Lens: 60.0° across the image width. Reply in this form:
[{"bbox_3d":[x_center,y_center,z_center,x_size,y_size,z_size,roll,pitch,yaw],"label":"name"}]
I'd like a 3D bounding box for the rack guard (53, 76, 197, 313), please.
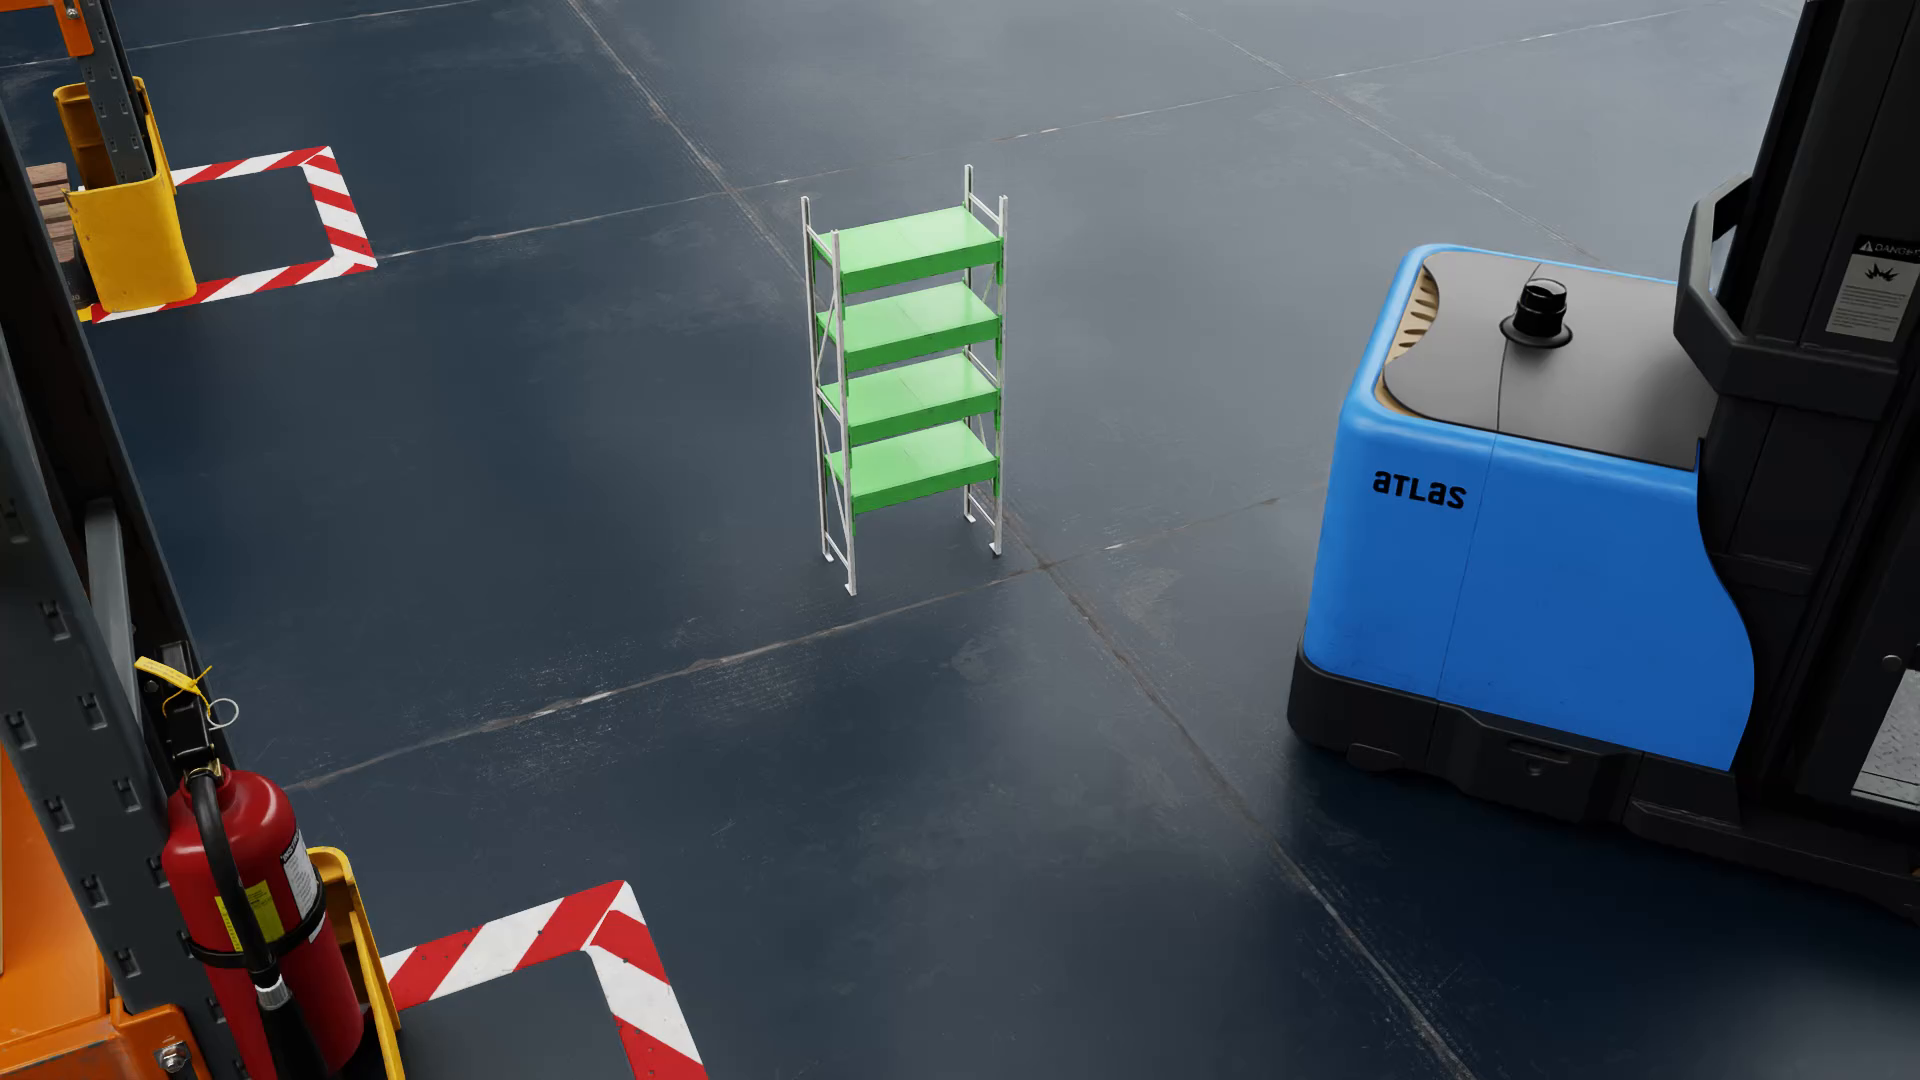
[{"bbox_3d":[-3.397,-1.424,6.750,0.348,0.500,1.175,-16,39,-20],"label":"rack guard"}]

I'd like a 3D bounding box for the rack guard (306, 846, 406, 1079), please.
[{"bbox_3d":[-1.225,1.198,3.216,0.348,0.500,1.175,-16,39,-20],"label":"rack guard"}]

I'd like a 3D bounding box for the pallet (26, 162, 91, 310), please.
[{"bbox_3d":[-4.134,-1.105,6.563,1.213,0.211,1.003,-16,39,-20],"label":"pallet"}]

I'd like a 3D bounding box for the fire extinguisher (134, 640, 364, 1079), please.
[{"bbox_3d":[-0.942,0.452,2.188,0.183,0.674,0.296,-16,39,-20],"label":"fire extinguisher"}]

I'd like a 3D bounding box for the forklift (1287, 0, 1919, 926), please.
[{"bbox_3d":[2.450,-0.554,3.537,3.031,2.935,1.130,13,39,17],"label":"forklift"}]

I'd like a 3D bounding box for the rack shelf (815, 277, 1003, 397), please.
[{"bbox_3d":[-0.150,-0.581,4.731,0.480,0.148,0.258,-16,39,-20],"label":"rack shelf"}]

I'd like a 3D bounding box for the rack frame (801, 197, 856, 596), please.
[{"bbox_3d":[-0.371,-0.378,4.753,0.015,1.200,0.240,-16,39,-20],"label":"rack frame"}]

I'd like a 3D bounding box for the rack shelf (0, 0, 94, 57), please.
[{"bbox_3d":[-5.158,-1.677,5.597,4.000,0.370,1.077,-16,39,-20],"label":"rack shelf"}]

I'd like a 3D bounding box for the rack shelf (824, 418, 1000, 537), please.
[{"bbox_3d":[-0.150,-0.196,5.017,0.480,0.148,0.258,-16,39,-20],"label":"rack shelf"}]

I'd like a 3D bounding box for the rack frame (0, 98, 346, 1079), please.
[{"bbox_3d":[-1.247,0.200,2.463,0.127,3.000,1.000,-16,39,-20],"label":"rack frame"}]

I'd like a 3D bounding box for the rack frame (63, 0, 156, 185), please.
[{"bbox_3d":[-3.348,-2.472,6.065,0.127,3.000,1.000,-16,39,-20],"label":"rack frame"}]

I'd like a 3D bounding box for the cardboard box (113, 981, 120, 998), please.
[{"bbox_3d":[-1.827,1.151,3.135,0.500,0.250,0.500,-16,39,-20],"label":"cardboard box"}]

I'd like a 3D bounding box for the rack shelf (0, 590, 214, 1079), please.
[{"bbox_3d":[-3.057,0.995,1.994,4.000,0.370,1.077,-16,39,-20],"label":"rack shelf"}]

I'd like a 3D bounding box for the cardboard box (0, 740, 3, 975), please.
[{"bbox_3d":[-1.675,0.271,2.283,0.500,0.500,0.700,-16,39,-20],"label":"cardboard box"}]

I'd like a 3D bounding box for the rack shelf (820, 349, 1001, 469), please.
[{"bbox_3d":[-0.150,-0.389,4.874,0.480,0.148,0.258,-16,39,-20],"label":"rack shelf"}]

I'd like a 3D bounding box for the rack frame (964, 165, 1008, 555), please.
[{"bbox_3d":[0.071,-0.502,4.919,0.015,1.200,0.240,-16,39,-20],"label":"rack frame"}]

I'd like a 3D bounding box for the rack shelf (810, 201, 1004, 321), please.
[{"bbox_3d":[-0.150,-0.774,4.588,0.480,0.148,0.258,-16,39,-20],"label":"rack shelf"}]

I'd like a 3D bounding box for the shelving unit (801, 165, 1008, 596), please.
[{"bbox_3d":[-0.150,-0.440,4.836,0.503,1.200,0.258,-16,39,-20],"label":"shelving unit"}]
